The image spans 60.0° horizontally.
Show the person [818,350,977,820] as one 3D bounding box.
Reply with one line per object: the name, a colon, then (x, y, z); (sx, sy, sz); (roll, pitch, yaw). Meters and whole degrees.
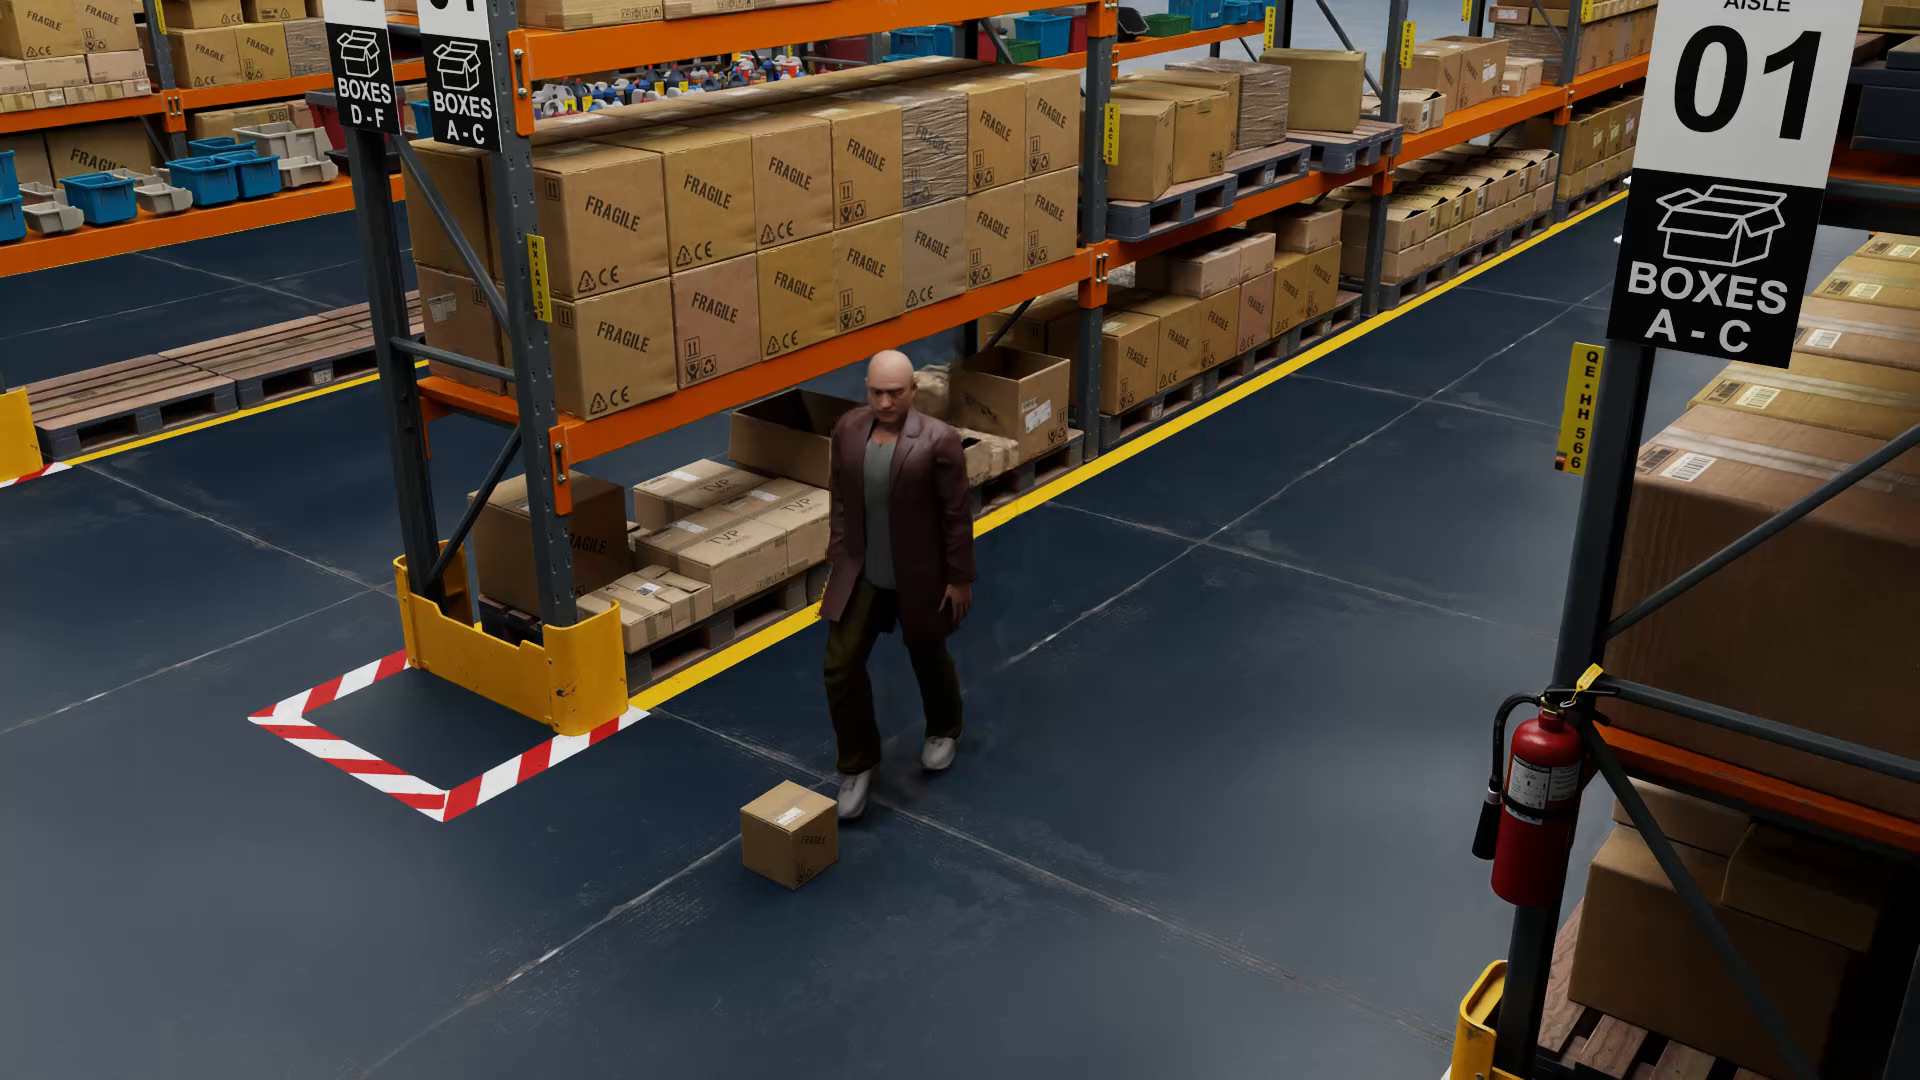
person: (-0.248, 0.135, 6.272); (0.601, 1.745, 0.817); (9, 25, 20)
